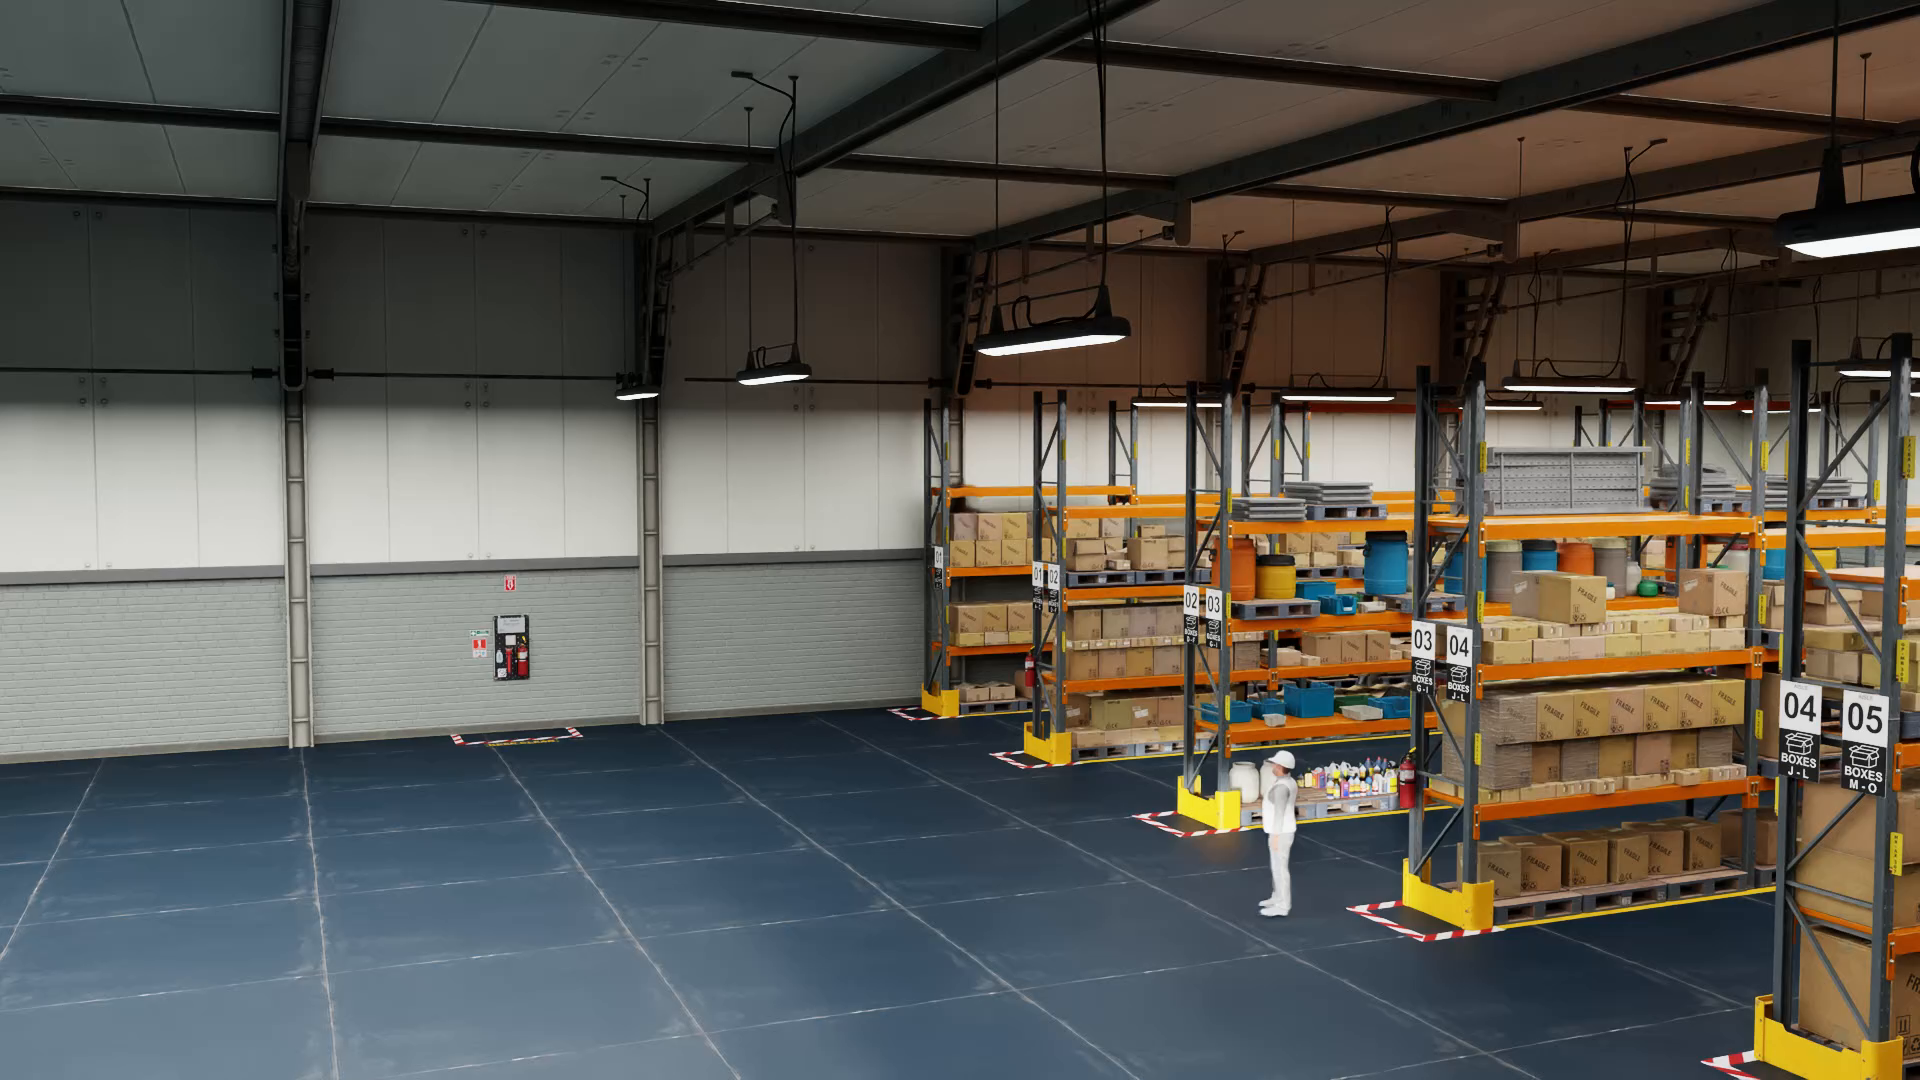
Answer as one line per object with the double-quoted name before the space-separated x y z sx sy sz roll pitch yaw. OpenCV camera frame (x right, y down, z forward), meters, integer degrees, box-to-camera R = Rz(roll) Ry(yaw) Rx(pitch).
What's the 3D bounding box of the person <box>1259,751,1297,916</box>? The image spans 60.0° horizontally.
"person" 3.494 3.193 18.241 0.399 1.780 0.568 0 3 8
